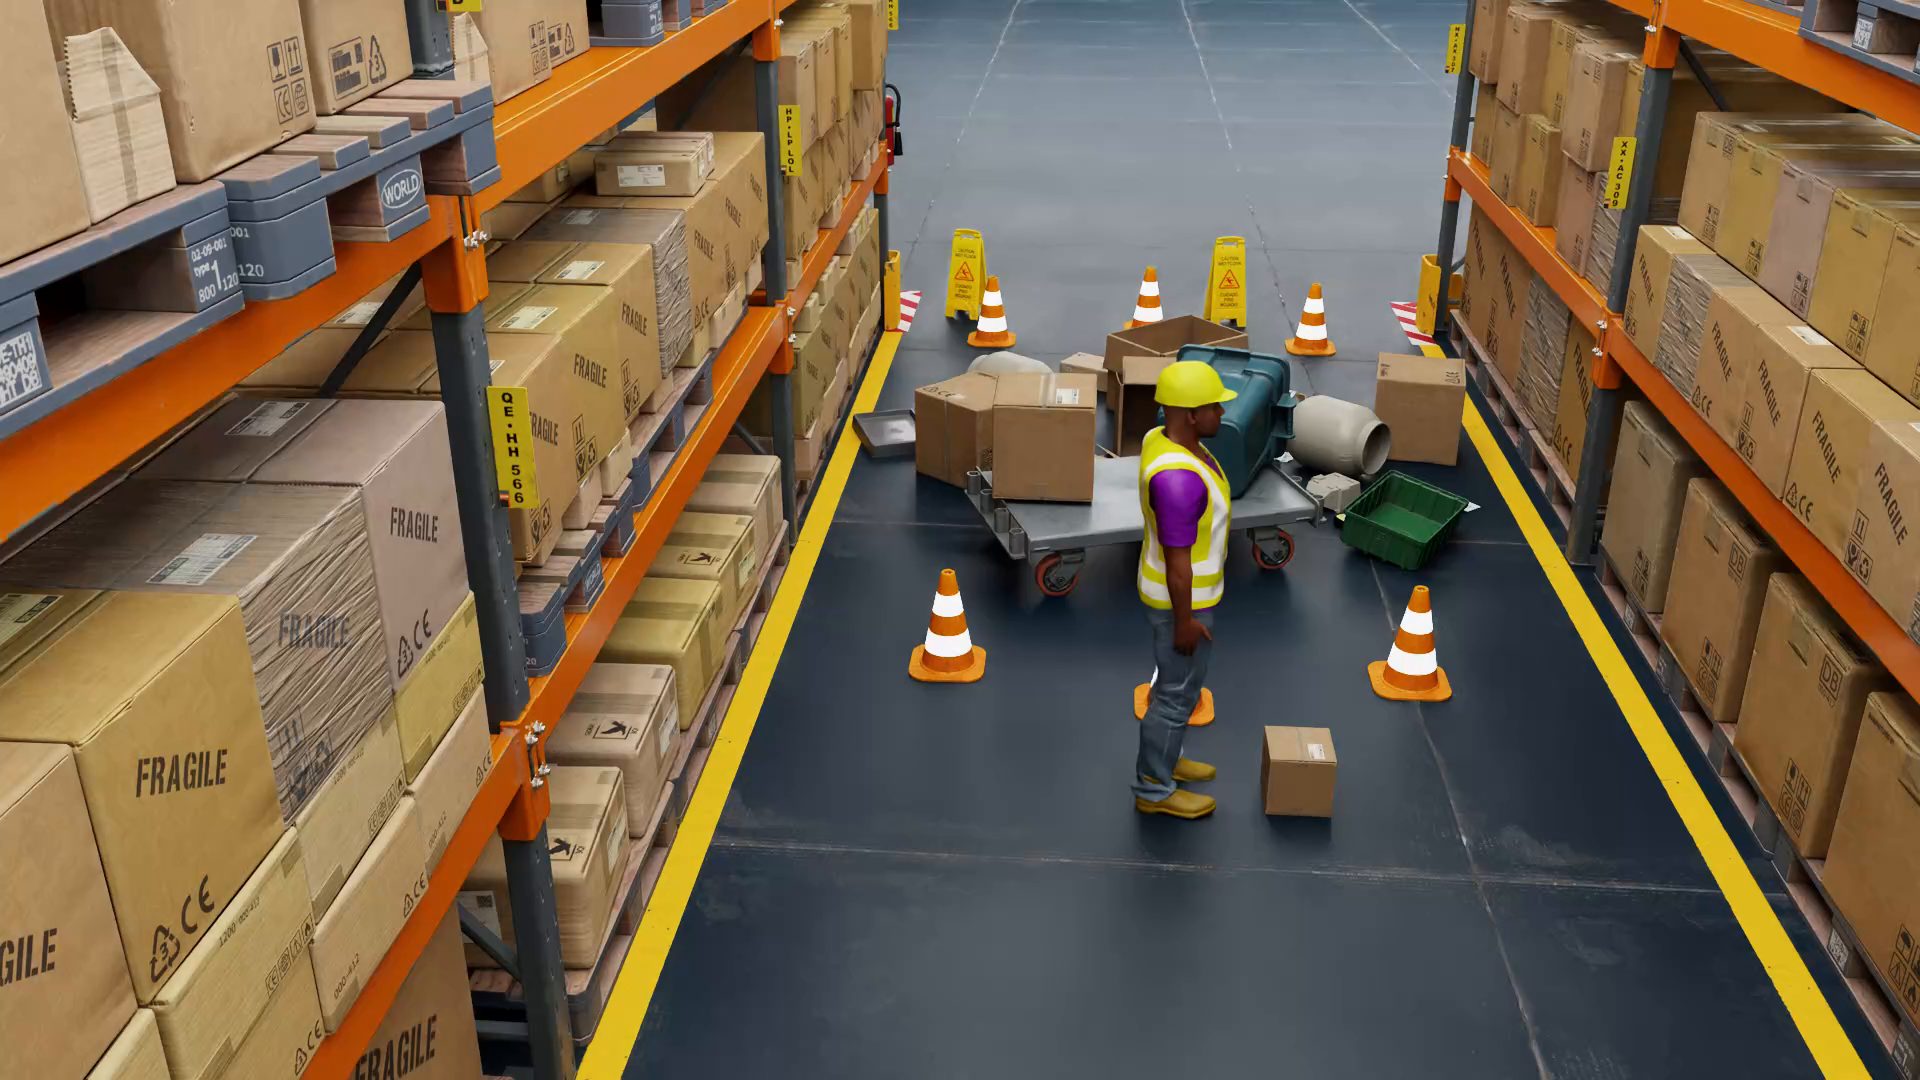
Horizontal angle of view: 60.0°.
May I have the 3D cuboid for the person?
[{"bbox_3d":[0.829,0.193,6.167,0.370,1.776,0.567,2,24,5],"label":"person"}]
